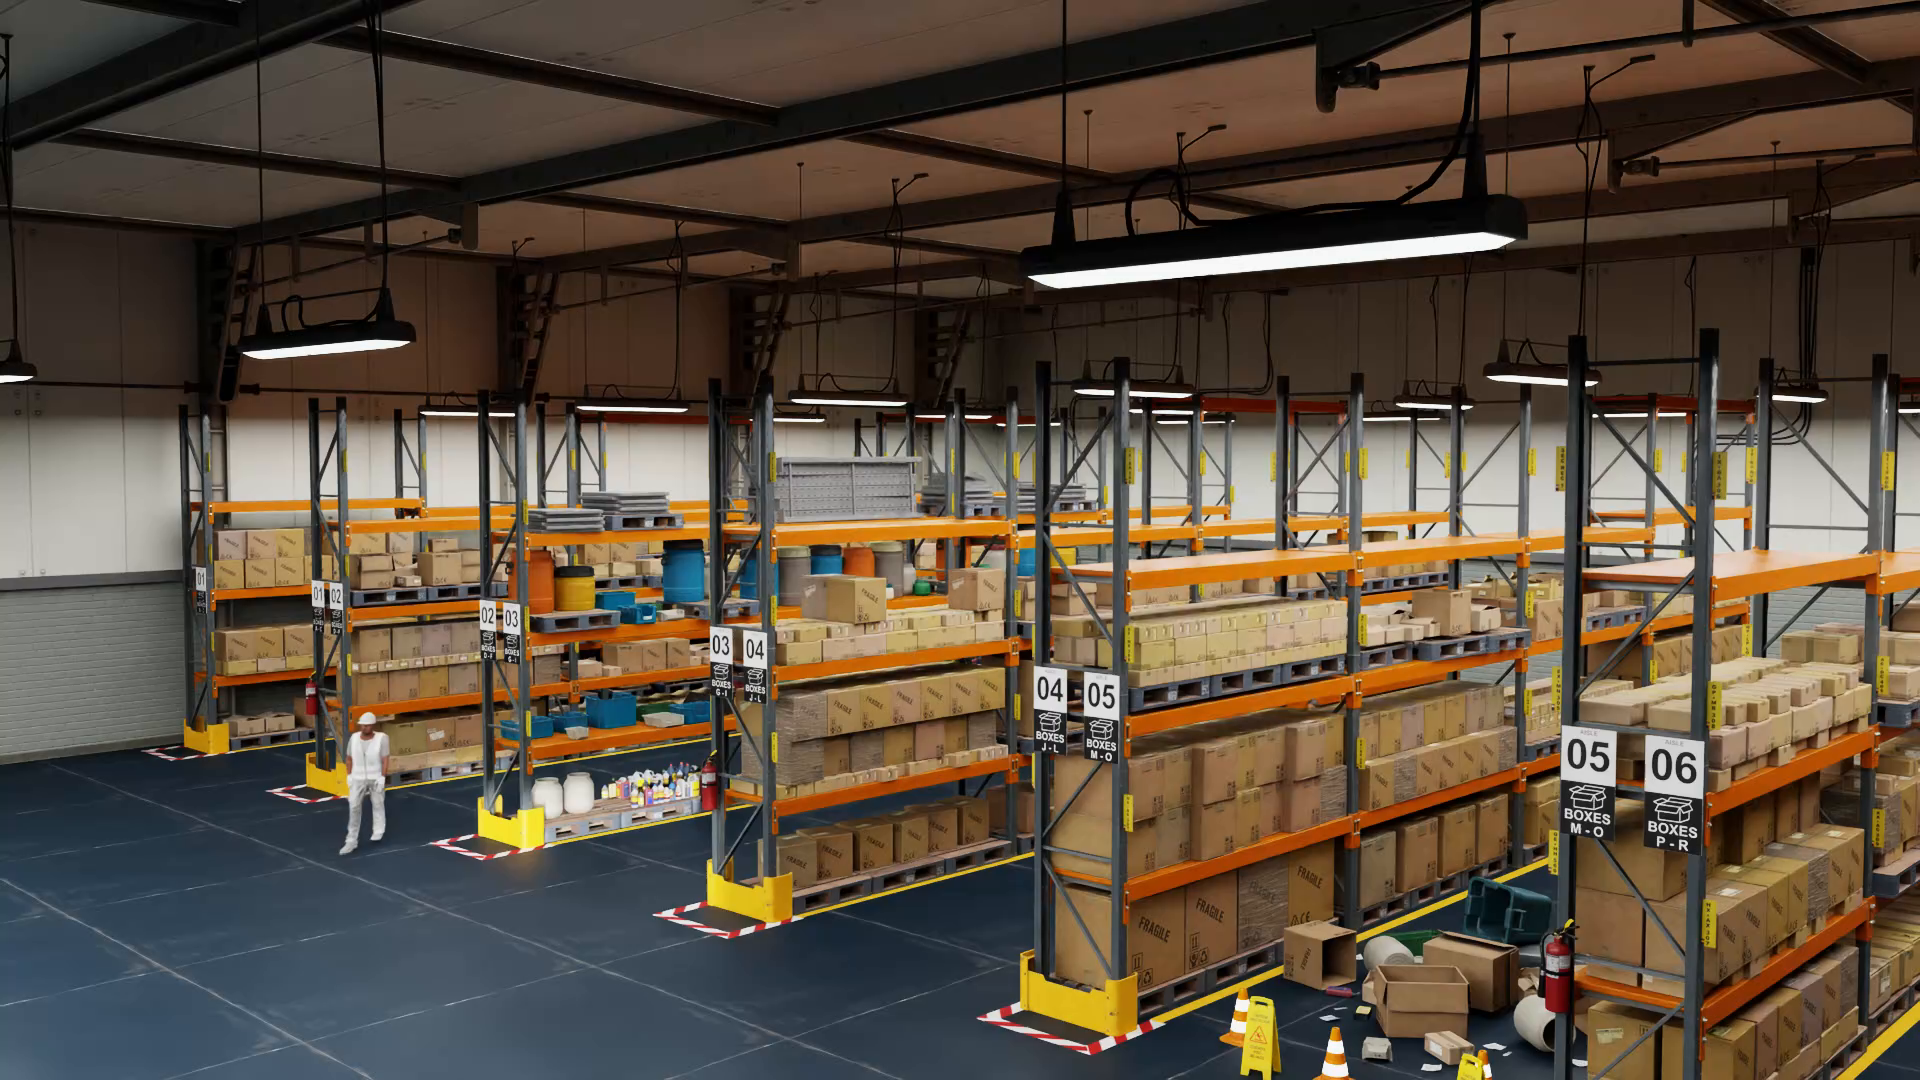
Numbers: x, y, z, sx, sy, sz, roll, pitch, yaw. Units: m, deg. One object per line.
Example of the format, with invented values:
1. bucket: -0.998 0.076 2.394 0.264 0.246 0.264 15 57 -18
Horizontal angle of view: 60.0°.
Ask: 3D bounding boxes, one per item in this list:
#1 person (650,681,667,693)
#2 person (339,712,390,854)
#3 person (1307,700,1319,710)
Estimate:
1. person: -5.707 2.747 31.791 0.756 1.500 0.536 -3 4 -43
2. person: -7.752 3.129 21.735 0.579 1.760 0.880 -1 3 -10
3. person: 5.020 3.086 23.755 0.924 1.604 0.507 -2 4 -36
